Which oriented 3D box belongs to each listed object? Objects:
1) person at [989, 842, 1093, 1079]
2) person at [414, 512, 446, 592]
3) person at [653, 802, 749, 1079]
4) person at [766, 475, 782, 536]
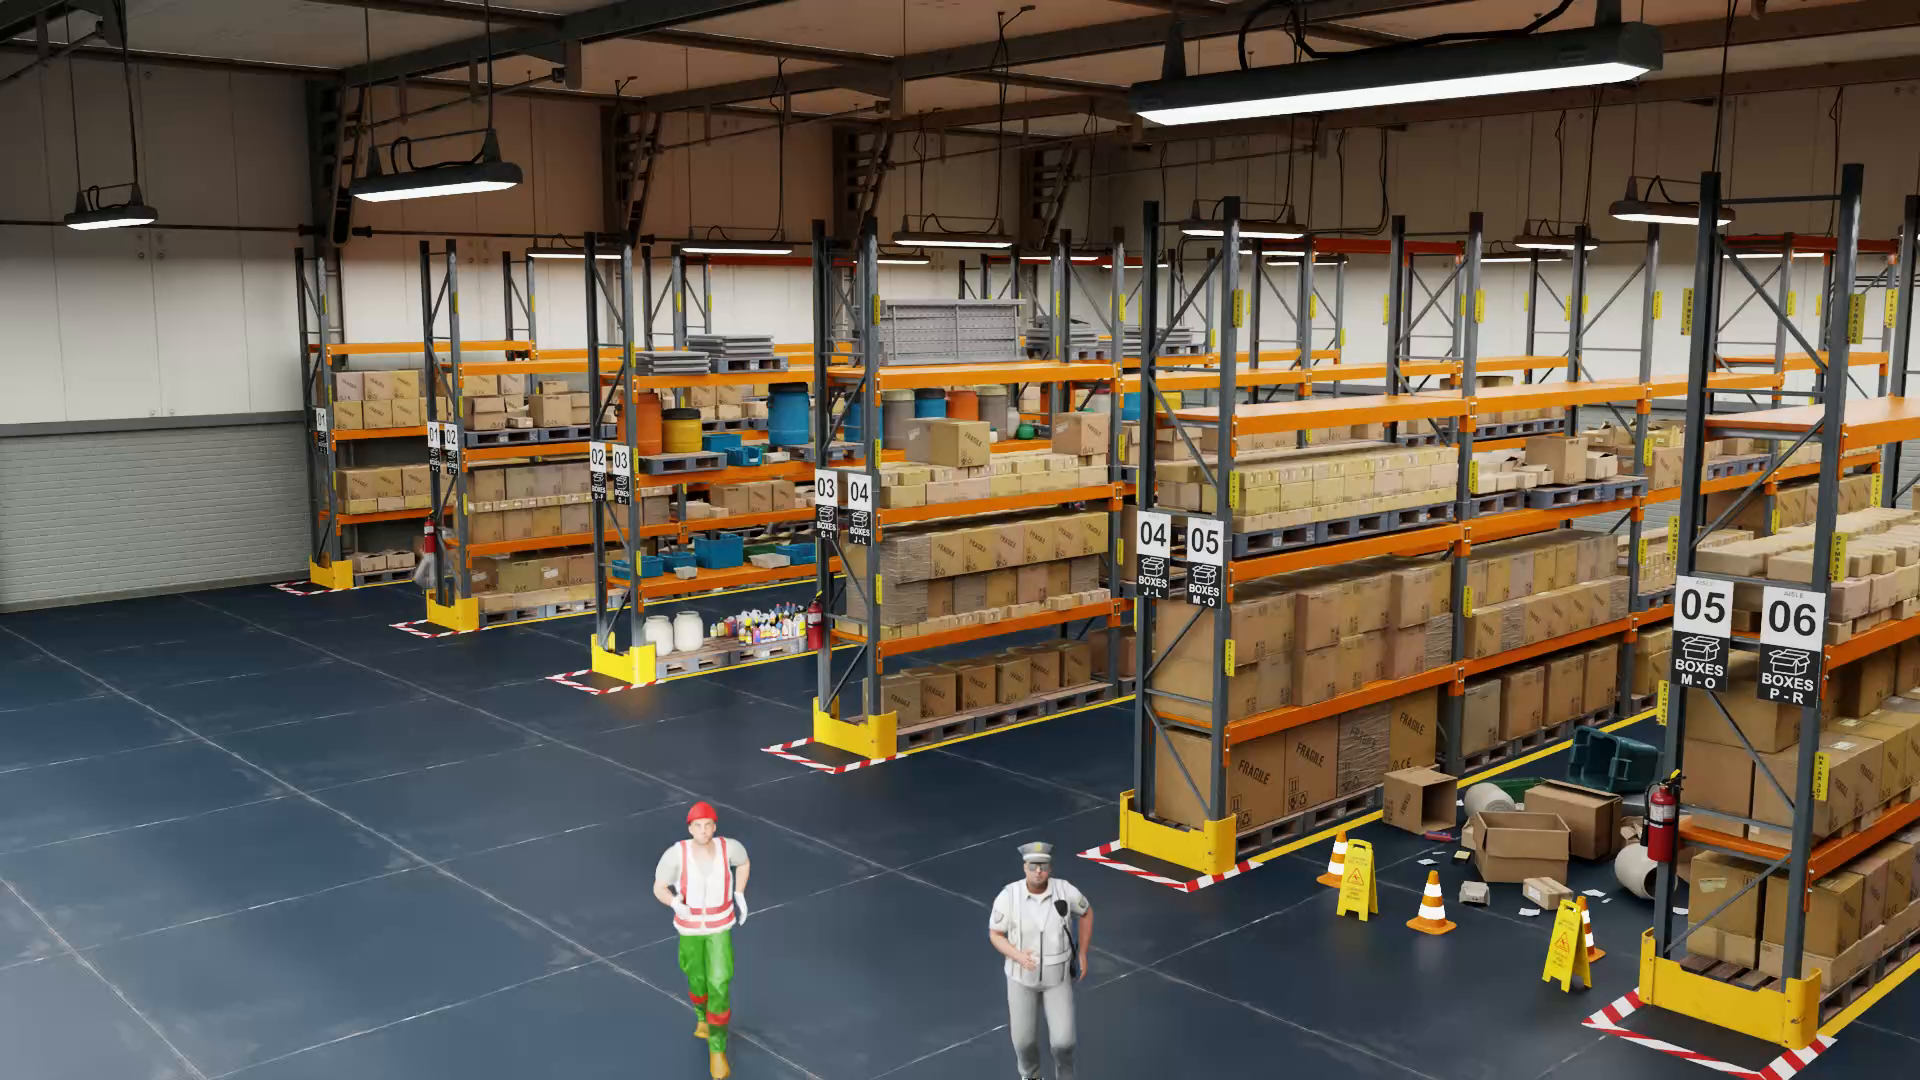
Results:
[{"bbox_3d":[0.509,2.776,10.547,0.647,1.762,0.594,0,8,-1],"label":"person"},{"bbox_3d":[-8.696,0.334,27.500,0.544,1.633,0.563,5,10,32],"label":"person"},{"bbox_3d":[-1.744,2.654,11.257,0.633,1.840,0.795,-1,8,-5],"label":"person"},{"bbox_3d":[-3.637,-0.481,32.665,0.676,1.751,0.945,8,11,42],"label":"person"}]
